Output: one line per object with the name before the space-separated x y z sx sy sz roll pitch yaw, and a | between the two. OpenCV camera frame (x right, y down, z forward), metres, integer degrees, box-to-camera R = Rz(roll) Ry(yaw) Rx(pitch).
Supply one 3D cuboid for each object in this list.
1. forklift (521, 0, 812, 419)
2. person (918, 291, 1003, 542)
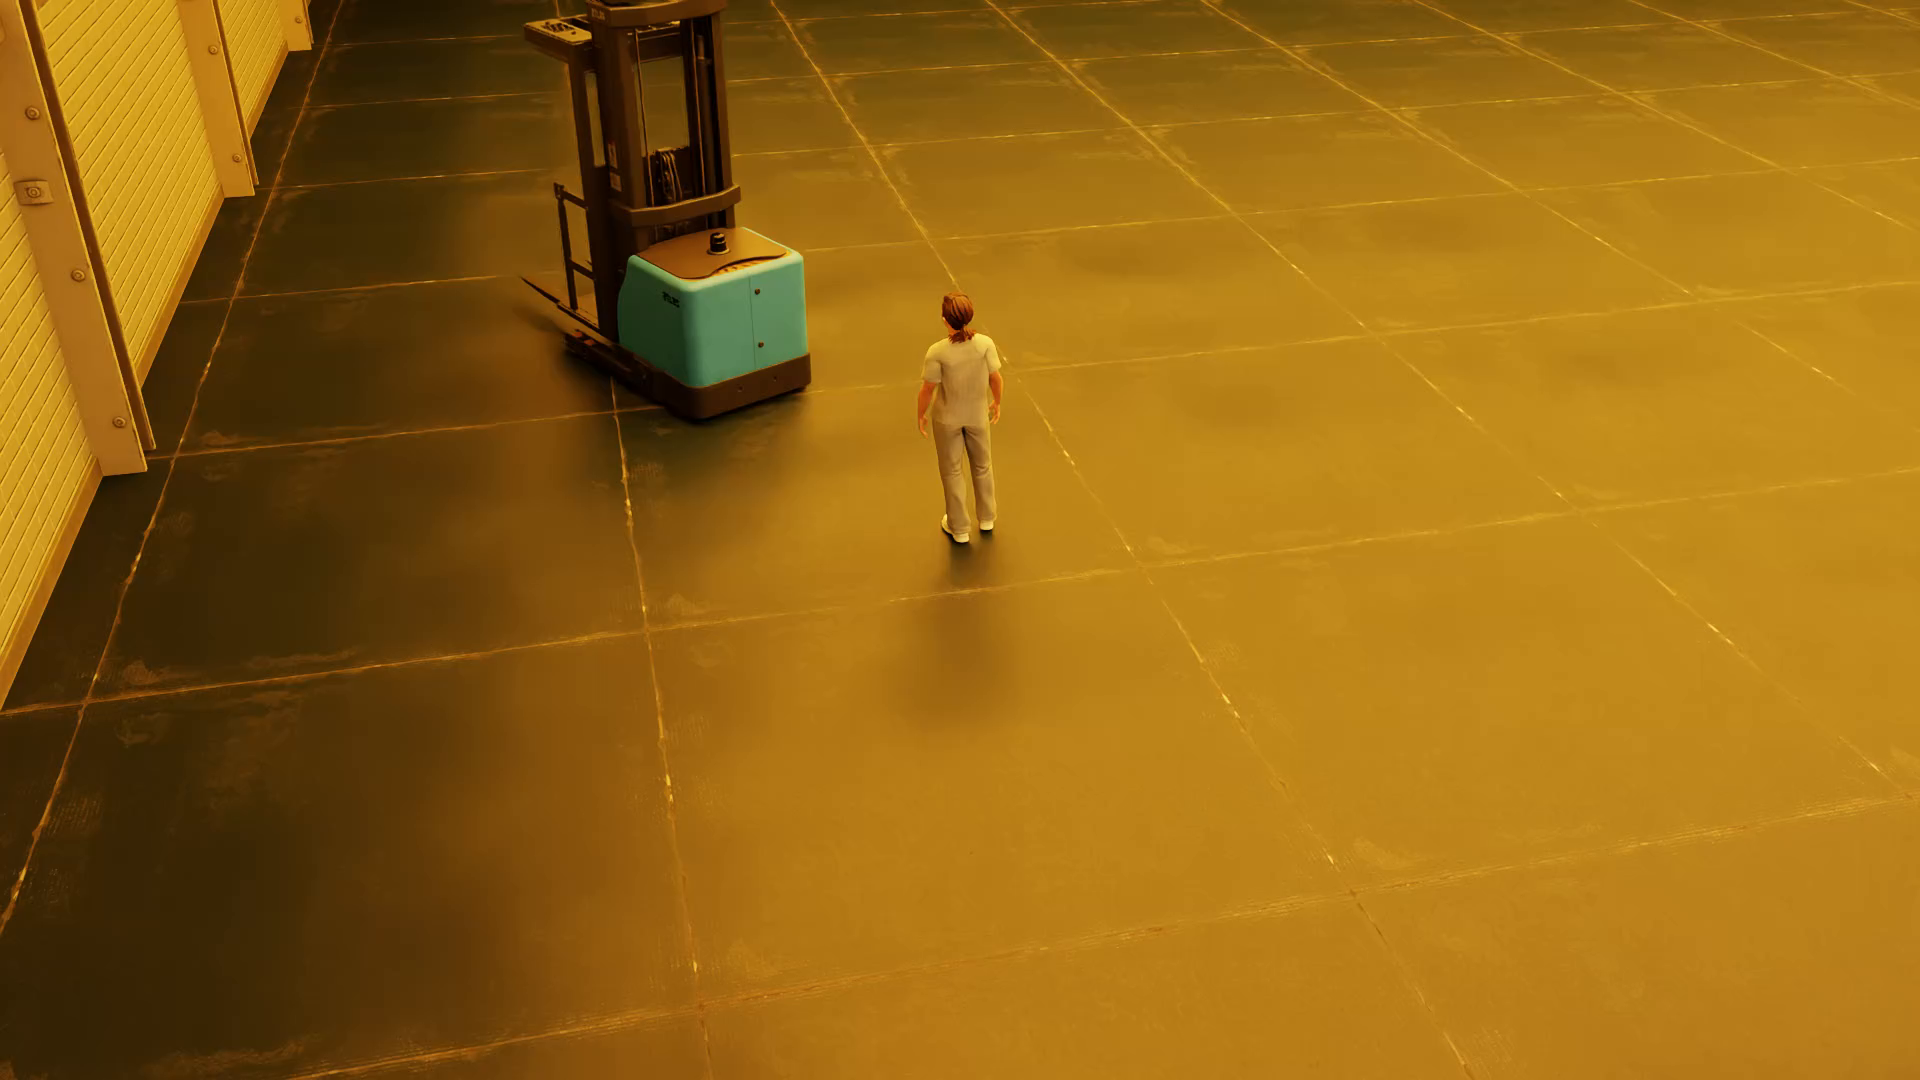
forklift | -2.435 -2.800 12.411 1.130 2.935 3.031 -23 37 -34
person | -0.004 -0.769 10.142 0.549 1.673 0.548 -7 31 -12
